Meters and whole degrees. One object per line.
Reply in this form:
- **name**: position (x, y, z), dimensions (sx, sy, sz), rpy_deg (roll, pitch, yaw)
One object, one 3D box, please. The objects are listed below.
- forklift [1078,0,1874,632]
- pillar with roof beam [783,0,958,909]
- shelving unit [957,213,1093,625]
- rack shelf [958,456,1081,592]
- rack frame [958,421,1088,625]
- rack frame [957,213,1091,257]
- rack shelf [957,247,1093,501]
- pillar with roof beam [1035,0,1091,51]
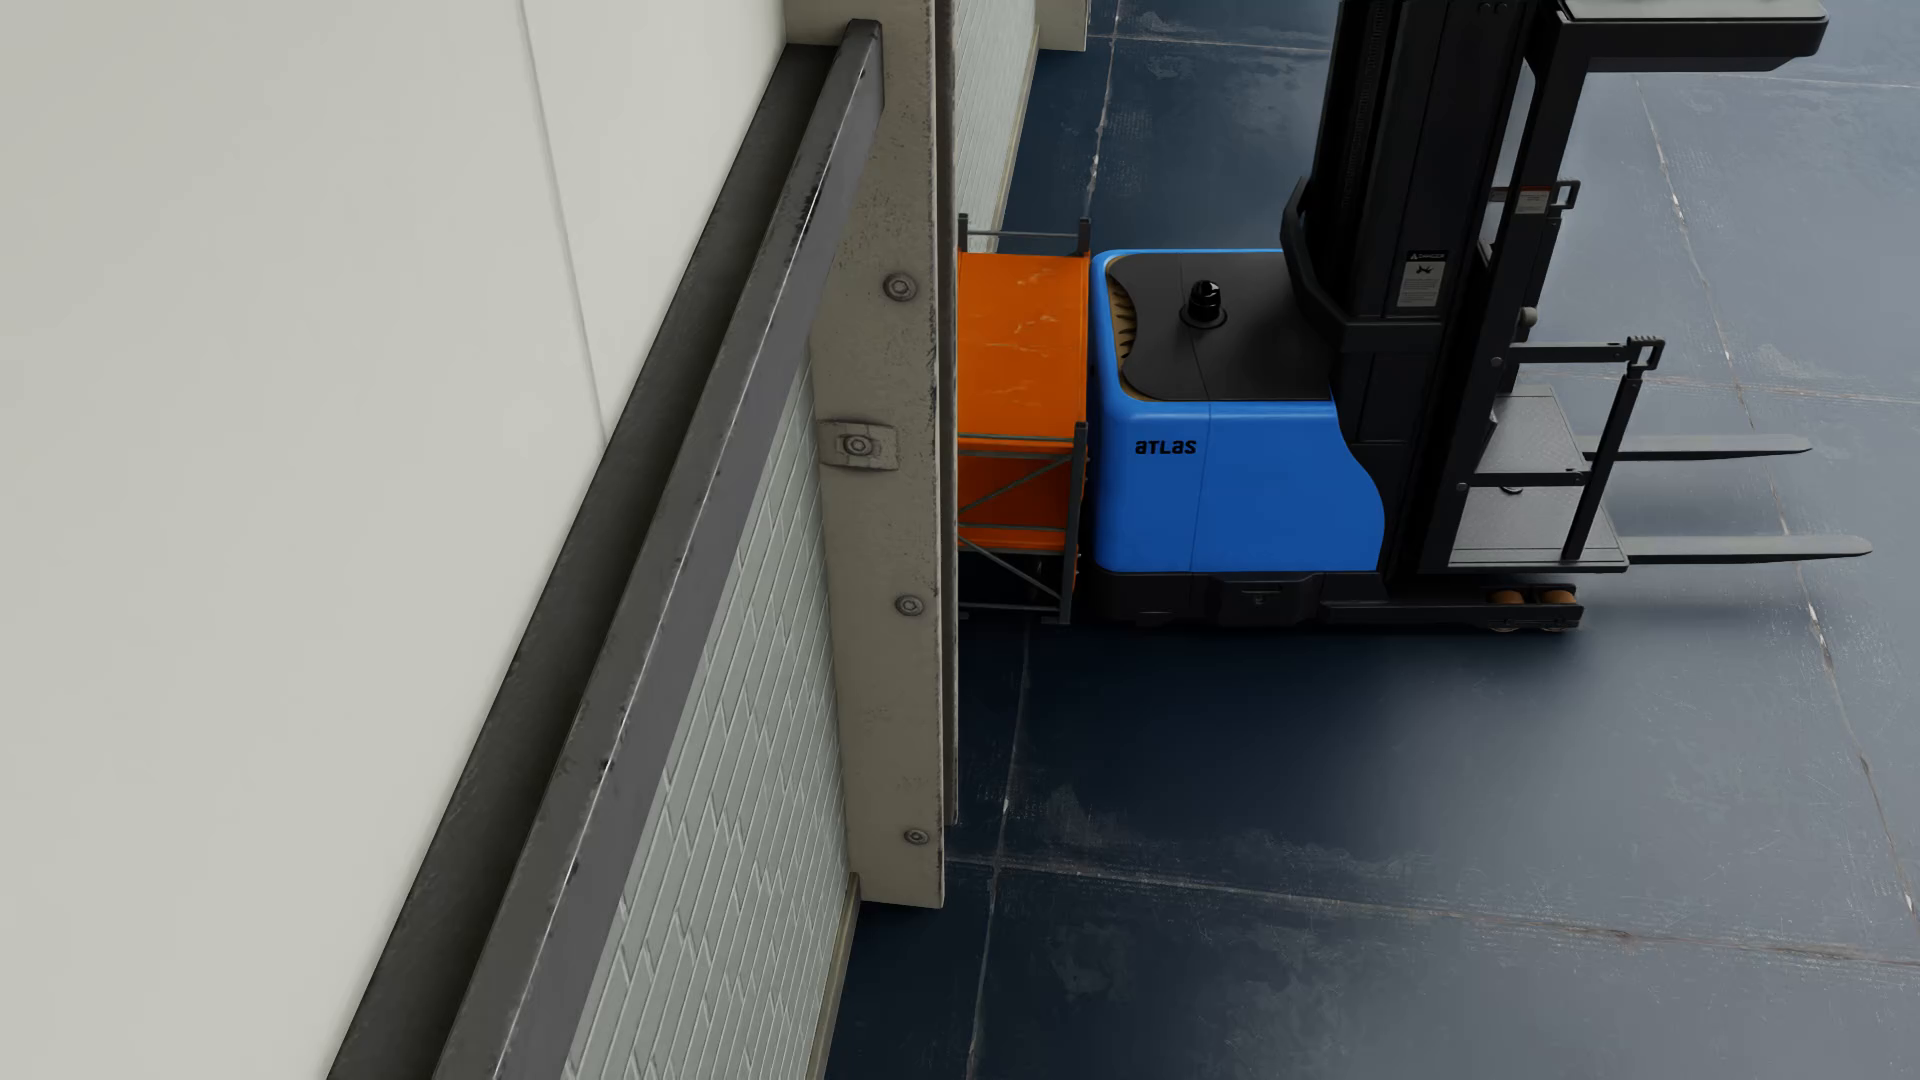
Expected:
- **forklift**: position (1.992, -1.079, 5.758), dimensions (3.031, 2.935, 1.130), rpy_deg (0, 43, 0)
- **pillar with roof beam**: position (4.082, -1.812, 2.119), dimensions (9.100, 9.000, 0.400), rpy_deg (5, 44, 6)
- **shelving unit**: position (0.204, -0.444, 6.286), dimensions (0.538, 1.125, 1.048), rpy_deg (3, 52, 2)
- **rack shelf**: position (0.203, -0.293, 6.478), dimensions (0.538, 0.278, 1.000), rpy_deg (3, 52, 2)
- **rack frame**: position (0.174, -0.045, 5.972), dimensions (0.500, 1.125, 0.032), rpy_deg (3, 52, 2)
- **rack frame**: position (0.234, -0.843, 6.600), dimensions (0.500, 1.125, 0.032), rpy_deg (3, 52, 2)
- **rack shelf**: position (0.205, -0.625, 6.056), dimensions (0.538, 0.278, 1.000), rpy_deg (3, 52, 2)
- **pillar with roof beam**: position (4.875, -5.902, 6.438), dimensions (9.100, 9.000, 0.400), rpy_deg (5, 44, 6)
